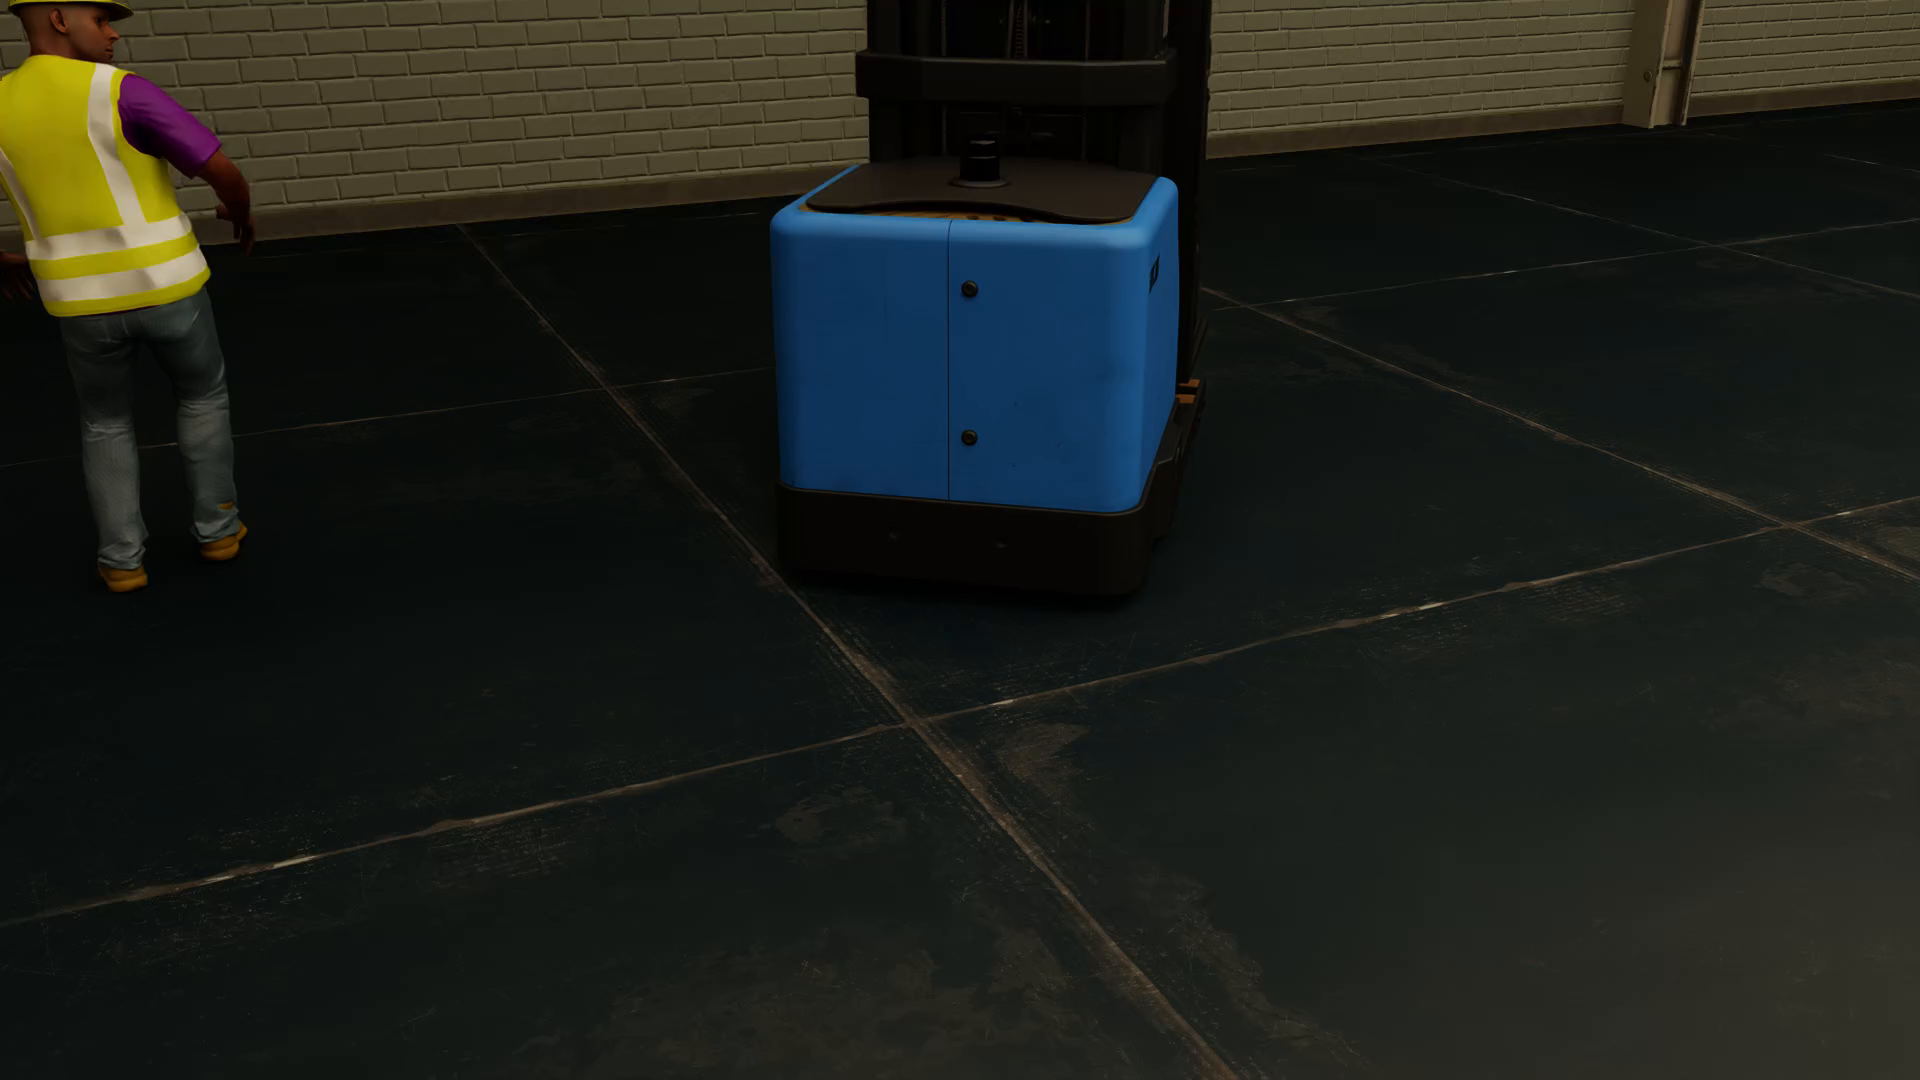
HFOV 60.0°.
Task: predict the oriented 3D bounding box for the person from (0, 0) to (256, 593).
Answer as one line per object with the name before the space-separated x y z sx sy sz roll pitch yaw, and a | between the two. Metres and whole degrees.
person | -2.348 -0.712 4.633 0.818 1.709 0.550 -4 23 -9

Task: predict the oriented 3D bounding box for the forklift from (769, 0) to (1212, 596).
forklift | 0.298 -1.736 5.464 1.130 2.935 3.031 5 23 12
